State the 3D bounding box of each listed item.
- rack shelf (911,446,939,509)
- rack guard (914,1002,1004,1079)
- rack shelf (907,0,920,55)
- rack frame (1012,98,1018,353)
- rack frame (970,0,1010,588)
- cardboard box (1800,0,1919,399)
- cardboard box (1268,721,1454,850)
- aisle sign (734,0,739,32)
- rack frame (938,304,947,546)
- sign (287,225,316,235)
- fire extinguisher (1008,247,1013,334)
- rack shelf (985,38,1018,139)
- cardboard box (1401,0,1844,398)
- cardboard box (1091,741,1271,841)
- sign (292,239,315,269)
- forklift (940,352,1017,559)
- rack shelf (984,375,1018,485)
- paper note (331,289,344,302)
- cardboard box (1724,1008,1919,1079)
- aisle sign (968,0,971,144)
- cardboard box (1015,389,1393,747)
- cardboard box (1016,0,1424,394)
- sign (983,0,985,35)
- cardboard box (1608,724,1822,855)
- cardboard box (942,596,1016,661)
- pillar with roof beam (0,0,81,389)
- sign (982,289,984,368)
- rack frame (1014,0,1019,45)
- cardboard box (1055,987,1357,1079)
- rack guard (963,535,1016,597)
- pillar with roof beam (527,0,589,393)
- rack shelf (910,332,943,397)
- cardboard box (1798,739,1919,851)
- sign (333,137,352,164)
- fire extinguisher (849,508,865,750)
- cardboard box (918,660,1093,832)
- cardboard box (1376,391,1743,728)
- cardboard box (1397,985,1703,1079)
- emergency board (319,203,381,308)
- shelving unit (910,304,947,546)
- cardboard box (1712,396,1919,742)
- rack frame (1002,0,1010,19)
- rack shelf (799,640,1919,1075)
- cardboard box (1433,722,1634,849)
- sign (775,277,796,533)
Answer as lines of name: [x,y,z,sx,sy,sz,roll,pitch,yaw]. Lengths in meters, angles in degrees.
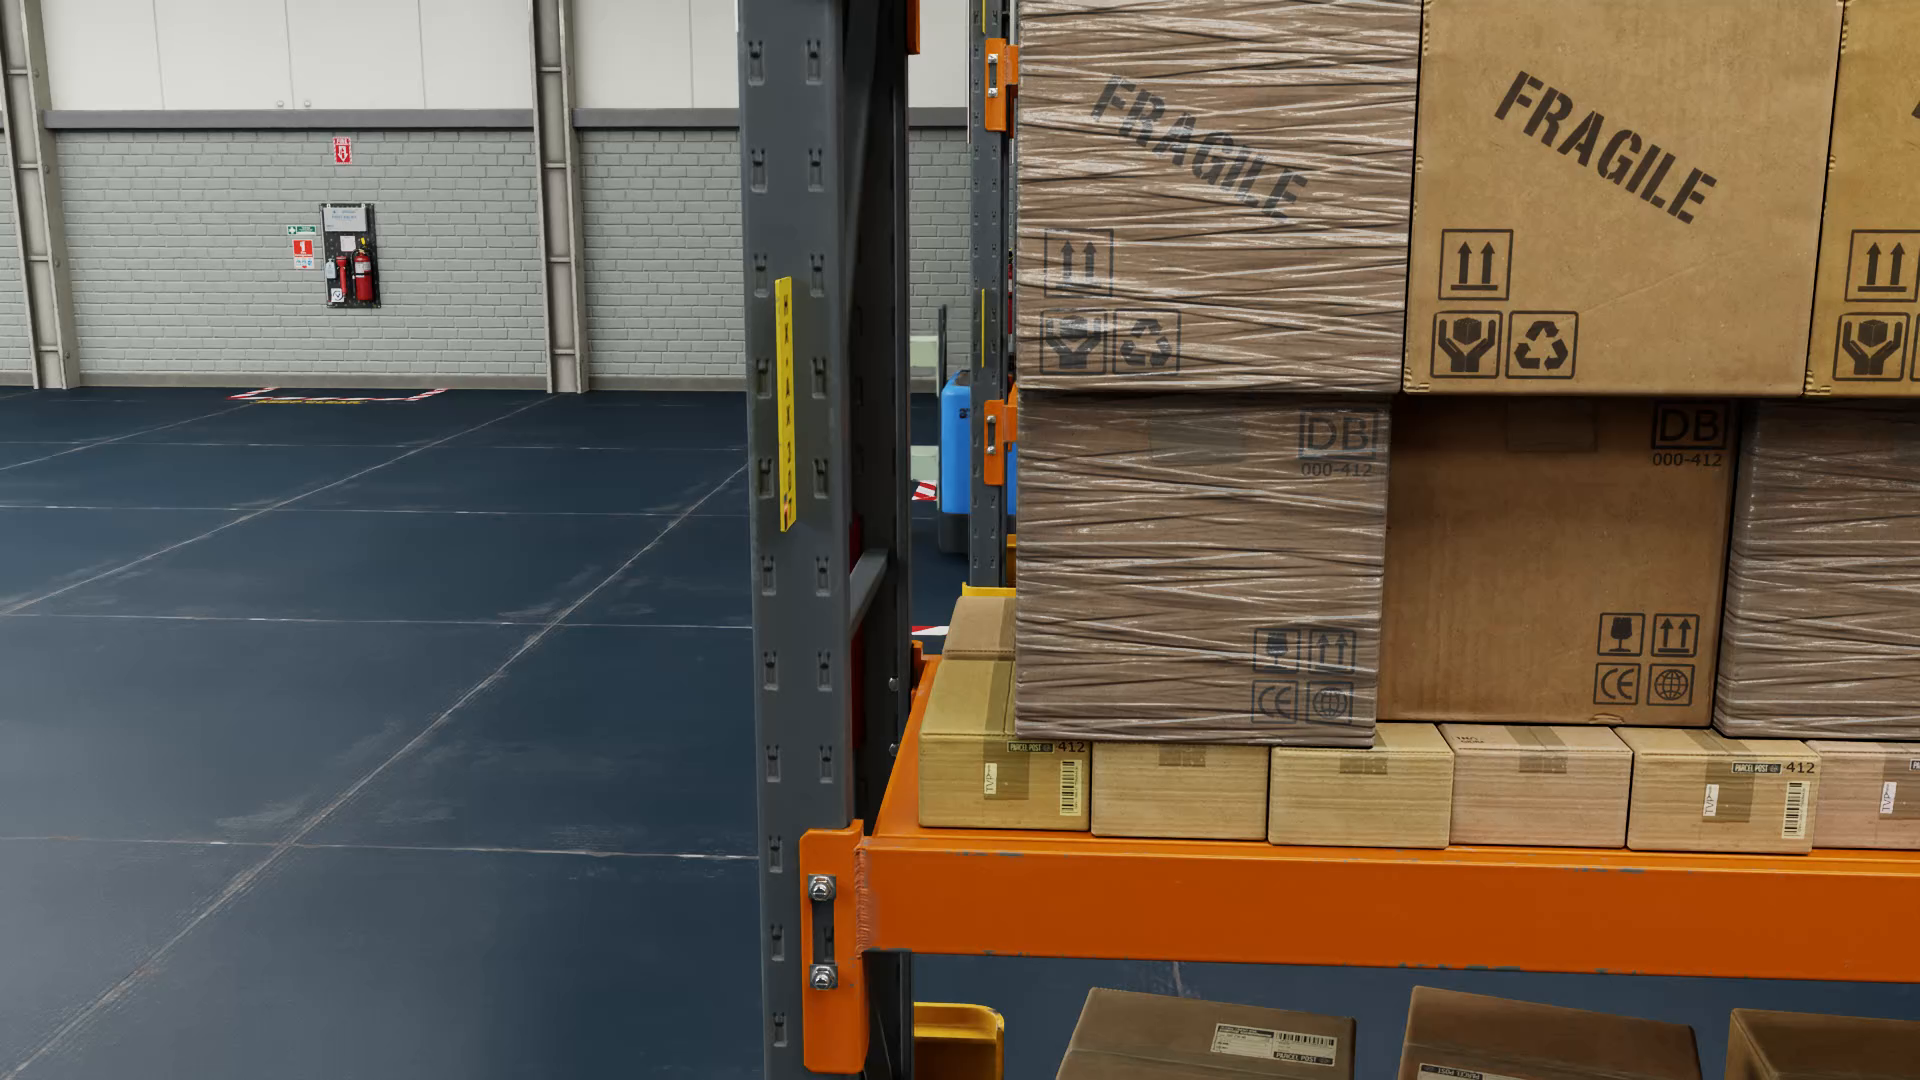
rack shelf: [-0.477,-0.422,10.713,0.720,0.370,0.431,1,12,4]
rack guard: [-0.116,1.359,3.051,0.348,0.500,1.175,1,12,4]
rack shelf: [1.804,-0.954,2.436,4.000,0.370,1.077,1,12,4]
rack frame: [0.474,-1.889,12.475,0.127,3.000,1.000,1,12,4]
rack frame: [0.140,-0.878,7.637,0.127,3.000,1.000,1,12,4]
cardboard box: [1.336,-0.472,2.284,0.500,0.500,0.500,1,12,4]
cardboard box: [0.574,0.324,2.508,0.250,0.149,0.380,1,12,4]
aisle sign: [-0.273,-1.078,2.245,0.004,0.787,0.394,1,12,4]
rack frame: [-0.112,-0.736,10.622,0.023,1.500,0.400,1,12,4]
sign: [-7.433,-3.496,18.773,0.331,0.109,0.001,1,12,4]
fire extinguisher: [0.387,-1.948,12.944,0.183,0.674,0.296,1,12,4]
rack shelf: [2.135,-1.966,7.273,4.000,0.370,1.077,1,12,4]
cardboard box: [0.838,-0.478,2.315,0.500,0.500,0.500,1,12,4]
cardboard box: [0.325,0.317,2.539,0.250,0.149,0.380,1,12,4]
sign: [-7.437,-3.238,18.836,0.234,0.329,0.001,1,12,4]
forklift: [1.417,-1.372,10.169,3.031,2.935,1.130,1,12,4]
rack shelf: [2.135,-0.498,7.580,4.000,0.370,1.077,1,12,4]
paper note: [-7.064,-2.778,18.872,0.142,0.148,0.016,1,12,4]
cardboard box: [1.653,1.178,2.891,0.500,0.500,0.500,2,12,9]
aisle sign: [0.048,-2.091,7.090,0.004,0.787,0.394,1,12,4]
cardboard box: [0.355,-0.047,2.697,0.500,0.500,0.875,1,12,4]
cardboard box: [0.339,-0.486,2.355,0.500,0.500,0.500,1,12,4]
sign: [0.098,-2.238,6.792,0.005,0.325,0.100,1,12,4]
cardboard box: [1.073,0.328,2.489,0.250,0.149,0.380,1,12,4]
cardboard box: [0.107,0.219,3.009,0.250,0.149,0.380,1,12,4]
pillar with roof beam: [-10.703,-5.290,14.078,0.400,9.000,9.100,1,12,4]
sign: [0.098,-0.901,7.072,0.005,0.325,0.100,1,12,4]
rack frame: [0.474,-4.826,11.860,0.127,3.000,1.000,1,12,4]
cardboard box: [0.430,1.164,2.956,0.500,0.500,0.500,3,12,14]
rack guard: [0.218,0.337,7.934,0.348,0.500,1.175,1,12,4]
pillar with roof beam: [-4.717,-5.208,13.686,0.400,9.000,9.100,1,12,4]
rack shelf: [-0.477,-1.123,10.566,0.720,0.370,0.431,1,12,4]
cardboard box: [1.325,0.326,2.499,0.250,0.149,0.380,1,12,4]
sign: [-6.893,-4.347,18.564,0.199,0.298,0.001,1,12,4]
fire extinguisher: [-0.275,0.076,3.265,0.183,0.674,0.296,1,12,4]
cardboard box: [0.077,0.310,2.574,0.250,0.149,0.380,1,12,4]
cardboard box: [0.862,-0.065,2.781,0.500,0.500,0.875,1,12,4]
cardboard box: [1.029,1.165,2.950,0.500,0.500,0.500,4,12,19]
emergency board: [-6.892,-3.192,18.703,0.643,1.169,0.194,1,12,4]
shelving unit: [-0.477,-0.741,10.646,0.755,1.500,0.431,1,12,4]
cardboard box: [1.358,-0.049,2.706,0.500,0.500,0.875,1,12,4]
rack frame: [0.140,-3.814,7.023,0.127,3.000,1.000,1,12,4]
rack shelf: [1.804,0.514,2.743,4.000,0.370,1.077,1,12,4]
cardboard box: [0.824,0.323,2.512,0.250,0.149,0.380,1,12,4]
sign: [-0.228,-0.179,2.181,0.005,0.325,0.100,1,12,4]
